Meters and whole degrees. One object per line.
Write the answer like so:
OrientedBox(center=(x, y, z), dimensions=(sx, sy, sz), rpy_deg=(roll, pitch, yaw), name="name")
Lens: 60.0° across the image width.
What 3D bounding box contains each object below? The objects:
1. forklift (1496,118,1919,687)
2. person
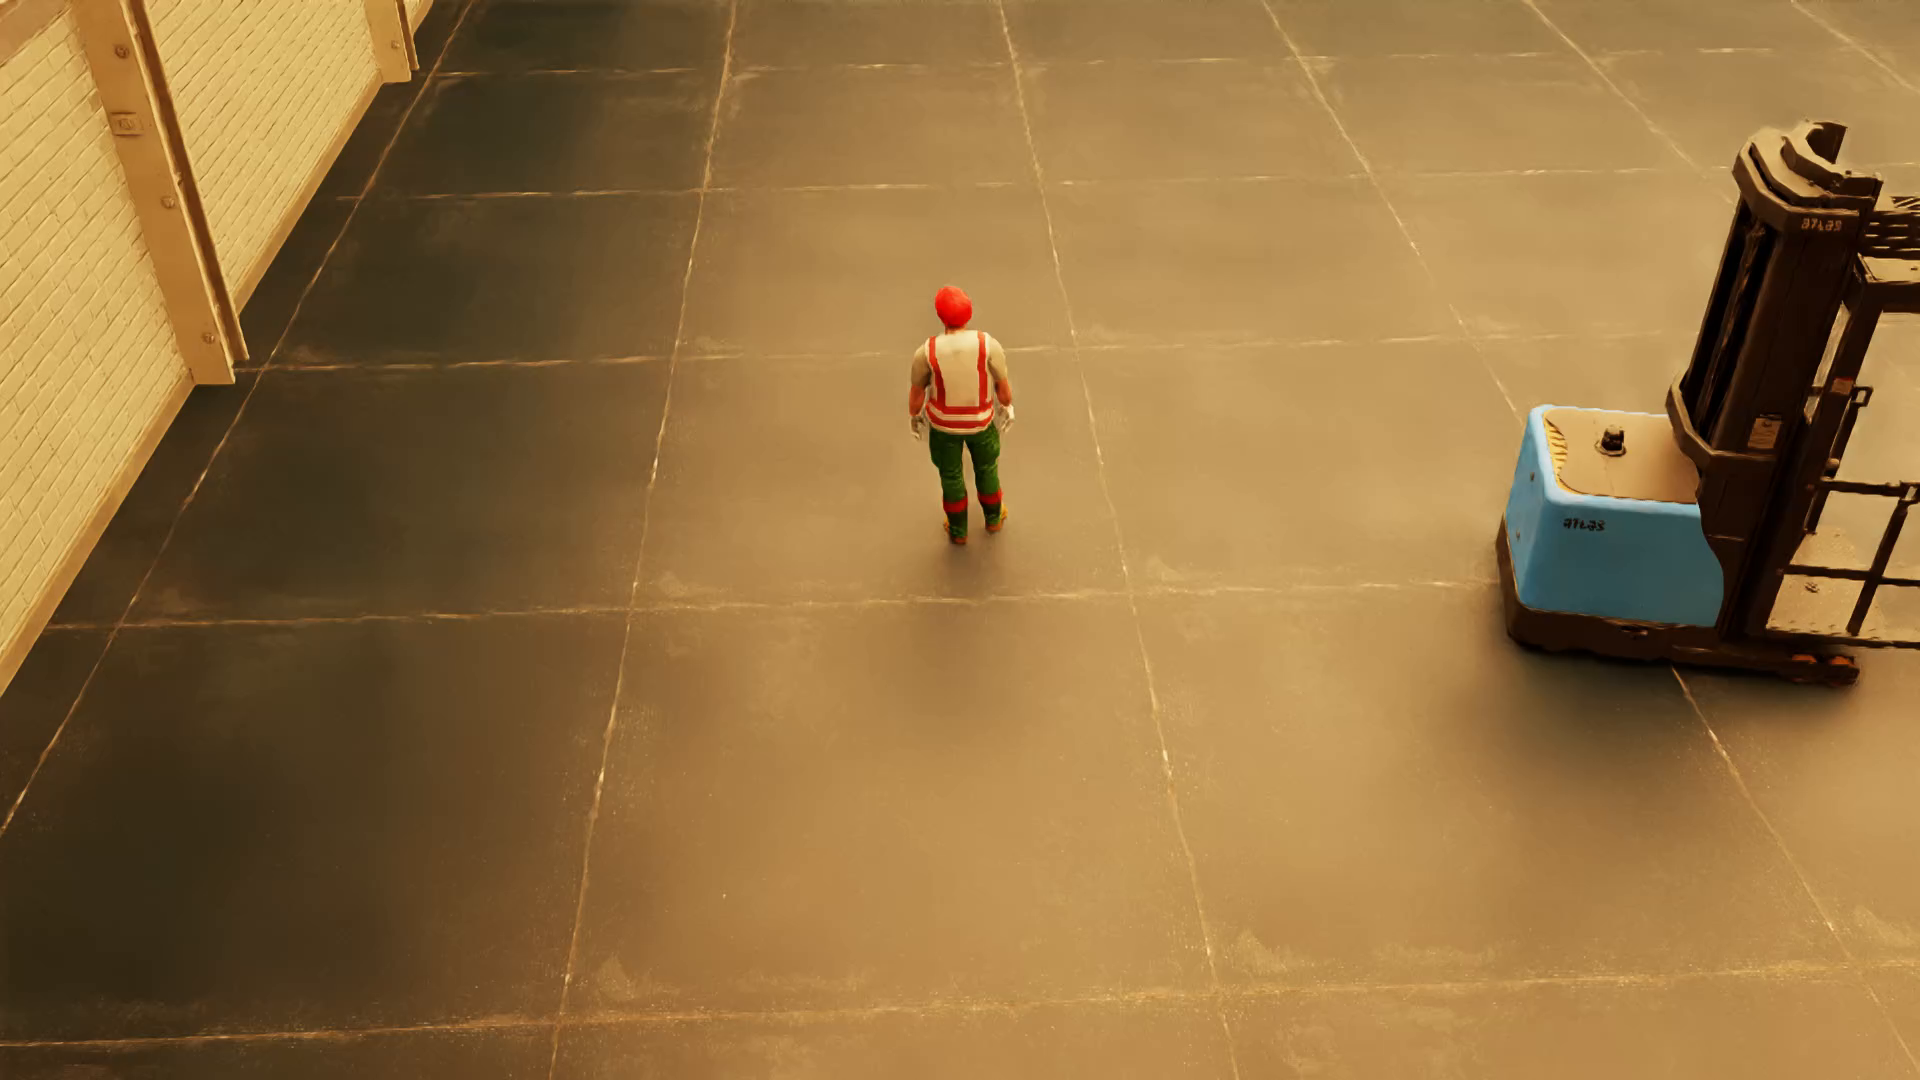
OrientedBox(center=(4.751, -0.698, 8.969), dimensions=(3.031, 2.935, 1.130), rpy_deg=(6, 36, 8), name="forklift")
OrientedBox(center=(0.007, -0.776, 10.034), dimensions=(0.637, 1.787, 0.563), rpy_deg=(-2, 36, -2), name="person")
